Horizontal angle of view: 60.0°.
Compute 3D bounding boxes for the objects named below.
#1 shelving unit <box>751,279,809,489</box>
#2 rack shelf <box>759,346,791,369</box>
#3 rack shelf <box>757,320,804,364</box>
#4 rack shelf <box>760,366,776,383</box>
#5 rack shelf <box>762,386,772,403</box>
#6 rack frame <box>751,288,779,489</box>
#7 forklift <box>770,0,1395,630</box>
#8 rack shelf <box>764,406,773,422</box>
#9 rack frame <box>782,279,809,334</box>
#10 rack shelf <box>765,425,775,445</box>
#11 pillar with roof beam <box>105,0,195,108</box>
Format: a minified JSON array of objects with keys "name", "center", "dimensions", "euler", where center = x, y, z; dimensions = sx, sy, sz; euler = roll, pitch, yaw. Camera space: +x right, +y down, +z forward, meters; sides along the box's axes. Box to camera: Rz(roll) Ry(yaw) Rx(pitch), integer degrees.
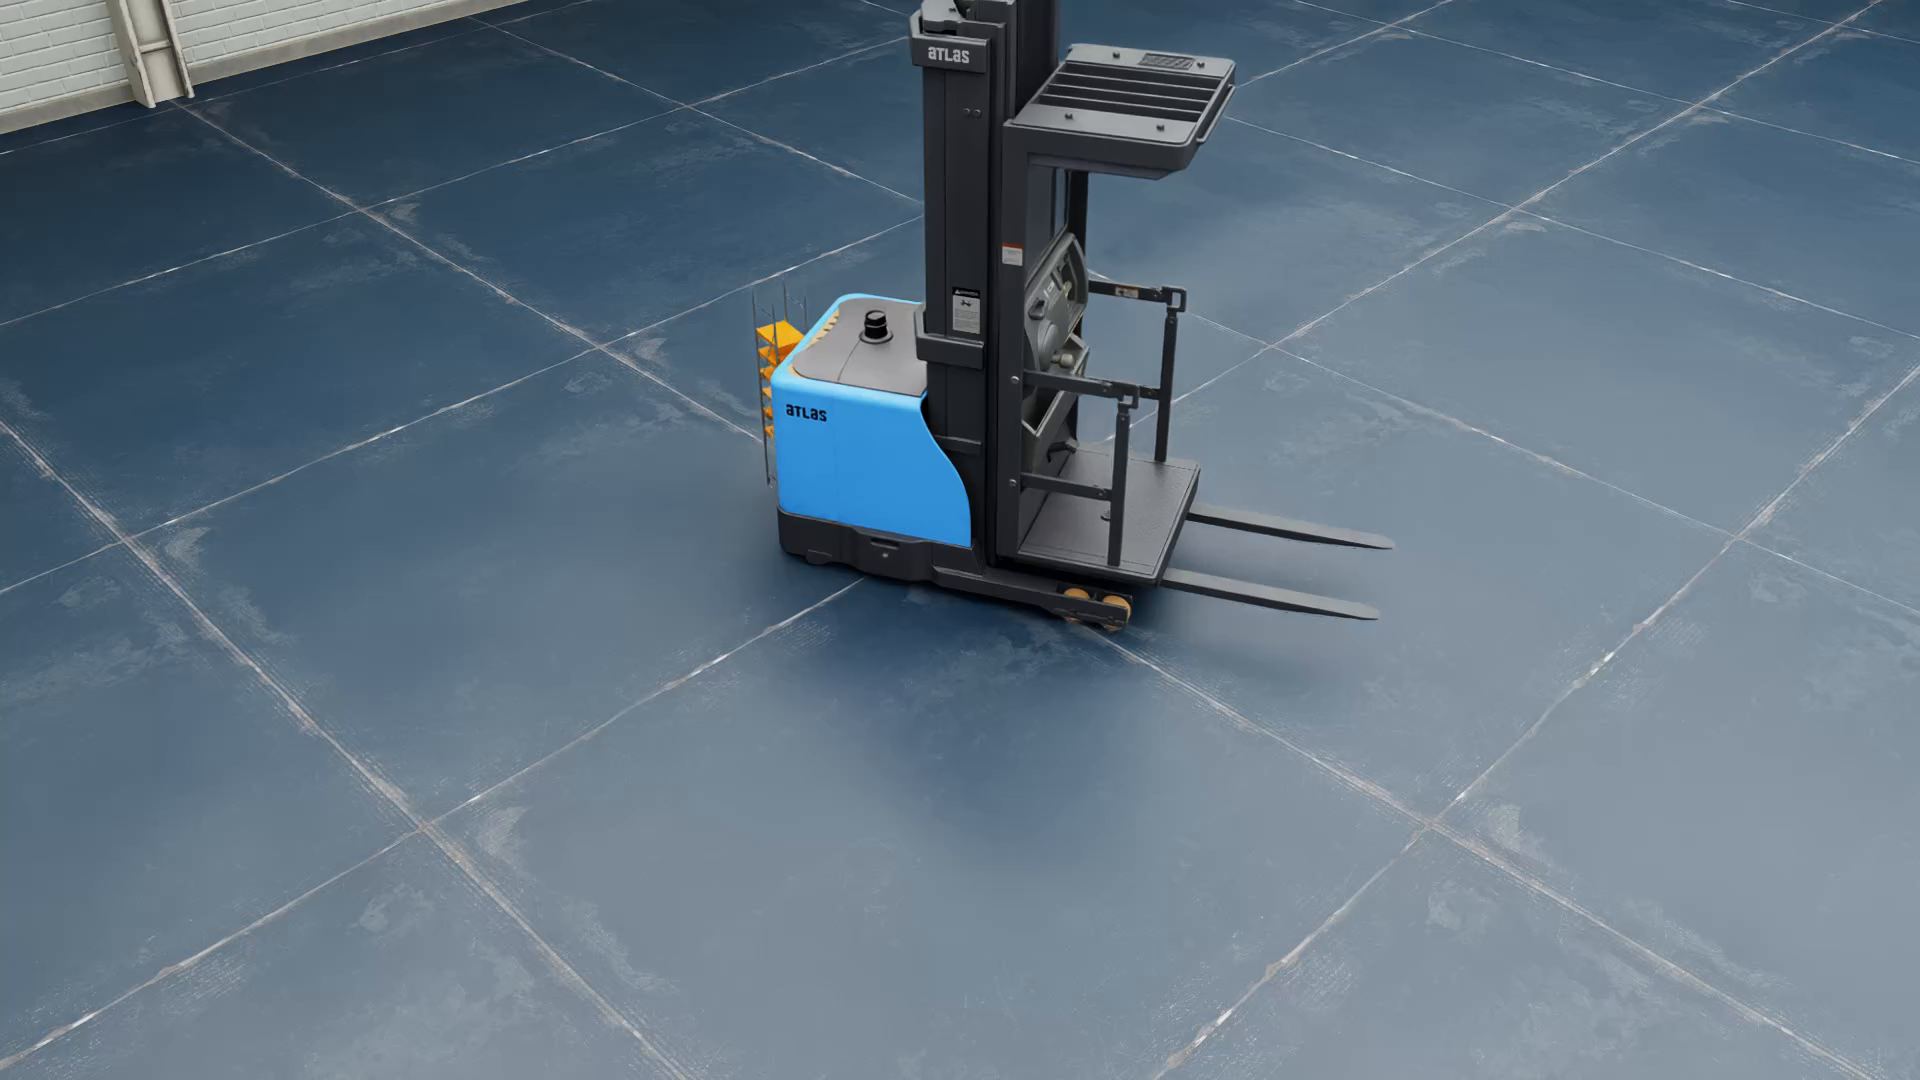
[{"name":"shelving unit","center":[-0.921,-0.771,8.795],"dimensions":[0.189,1.200,0.258],"euler":[-21,40,-27]},{"name":"rack shelf","center":[-0.921,-0.931,8.683],"dimensions":[0.180,0.103,0.258],"euler":[-21,40,-27]},{"name":"rack shelf","center":[-0.921,-1.029,8.614],"dimensions":[0.180,0.103,0.258],"euler":[-21,40,-27]},{"name":"rack shelf","center":[-0.921,-0.832,8.752],"dimensions":[0.180,0.103,0.258],"euler":[-21,40,-27]},{"name":"rack shelf","center":[-0.920,-0.734,8.821],"dimensions":[0.180,0.103,0.258],"euler":[-21,40,-27]},{"name":"rack frame","center":[-0.996,-0.741,8.754],"dimensions":[0.006,1.200,0.240],"euler":[-21,40,-27]},{"name":"forklift","center":[0.640,-1.105,7.763],"dimensions":[3.031,2.935,1.130],"euler":[11,36,15]},{"name":"rack shelf","center":[-0.920,-0.636,8.890],"dimensions":[0.180,0.103,0.258],"euler":[-21,40,-27]},{"name":"rack frame","center":[-0.845,-0.800,8.837],"dimensions":[0.006,1.200,0.240],"euler":[-21,40,-27]},{"name":"rack shelf","center":[-0.920,-0.538,8.959],"dimensions":[0.180,0.103,0.258],"euler":[-21,40,-27]},{"name":"pillar with roof beam","center":[-3.704,-5.715,9.068],"dimensions":[9.100,9.000,0.400],"euler":[30,45,35]}]
